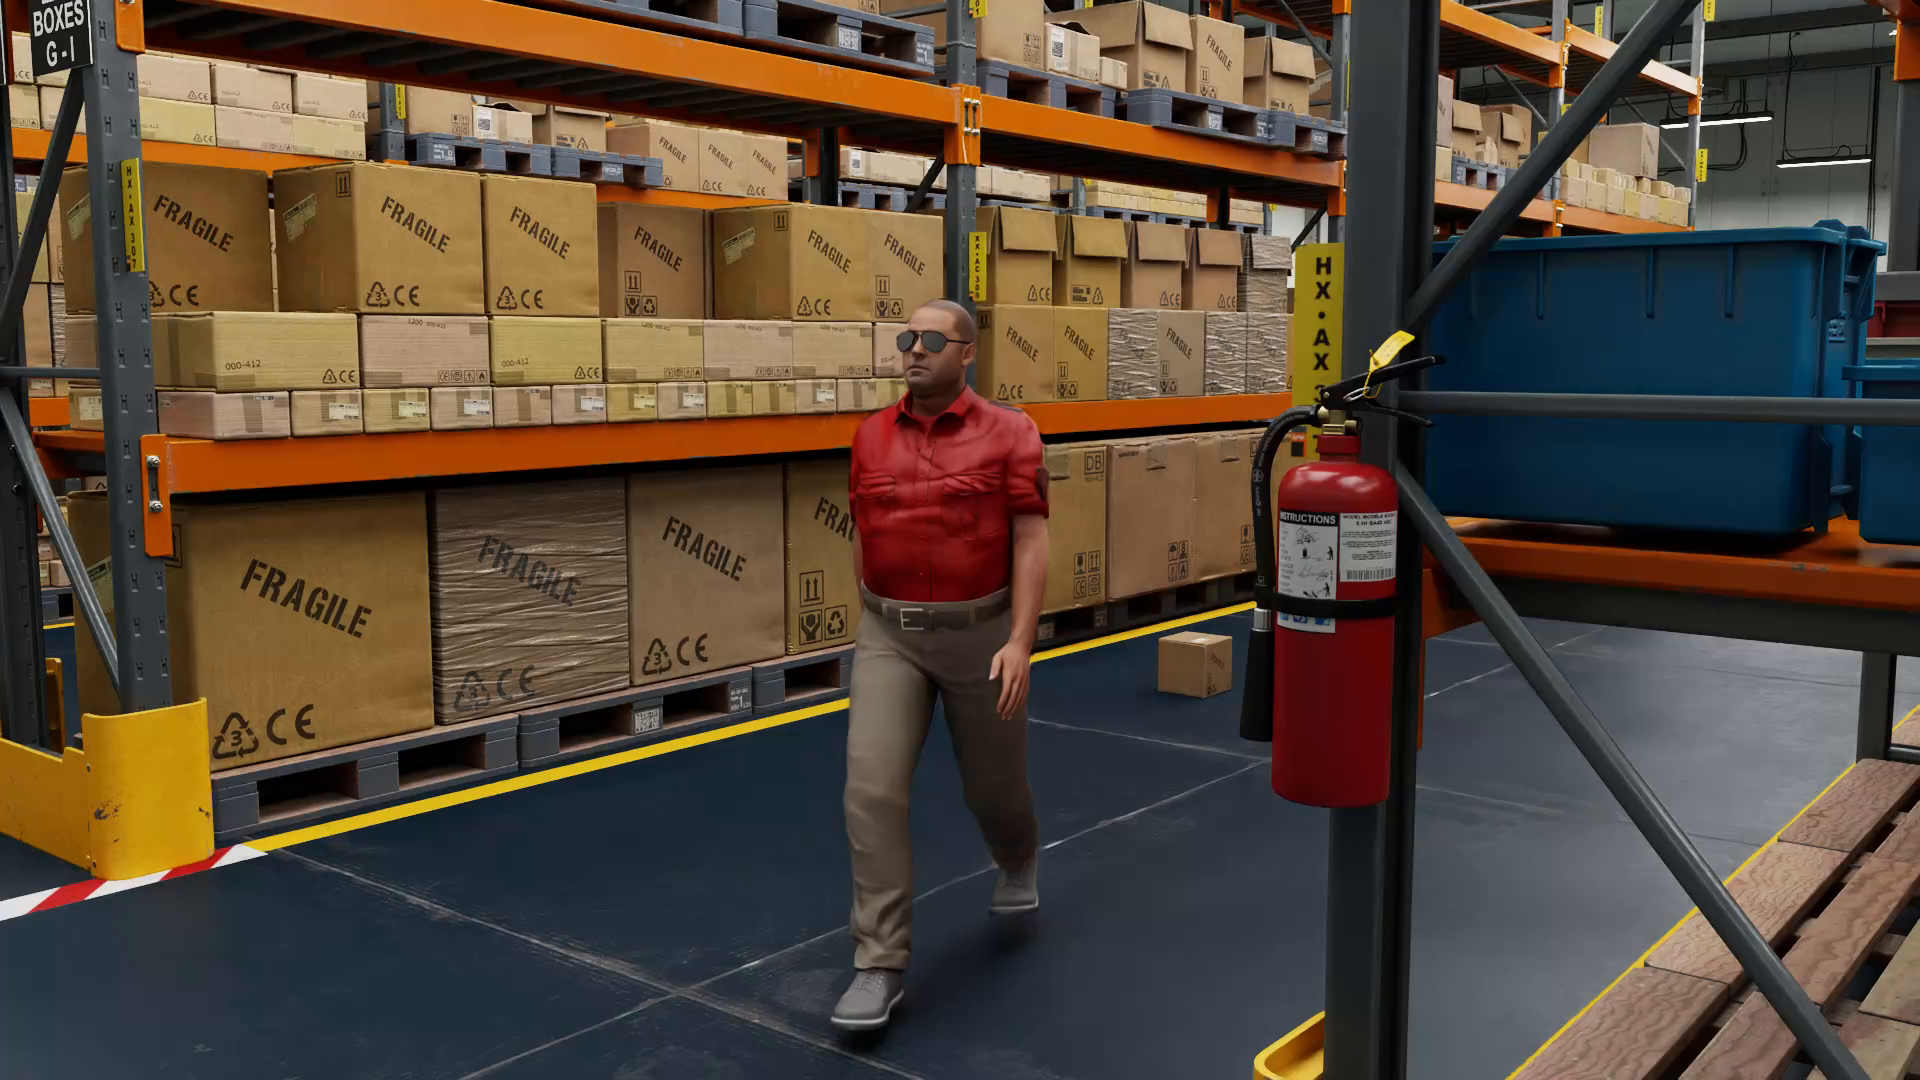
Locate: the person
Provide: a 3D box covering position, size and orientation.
[{"bbox_3d":[-0.041,0.253,4.096,0.532,1.677,1.015,2,7,13],"label":"person"}]
